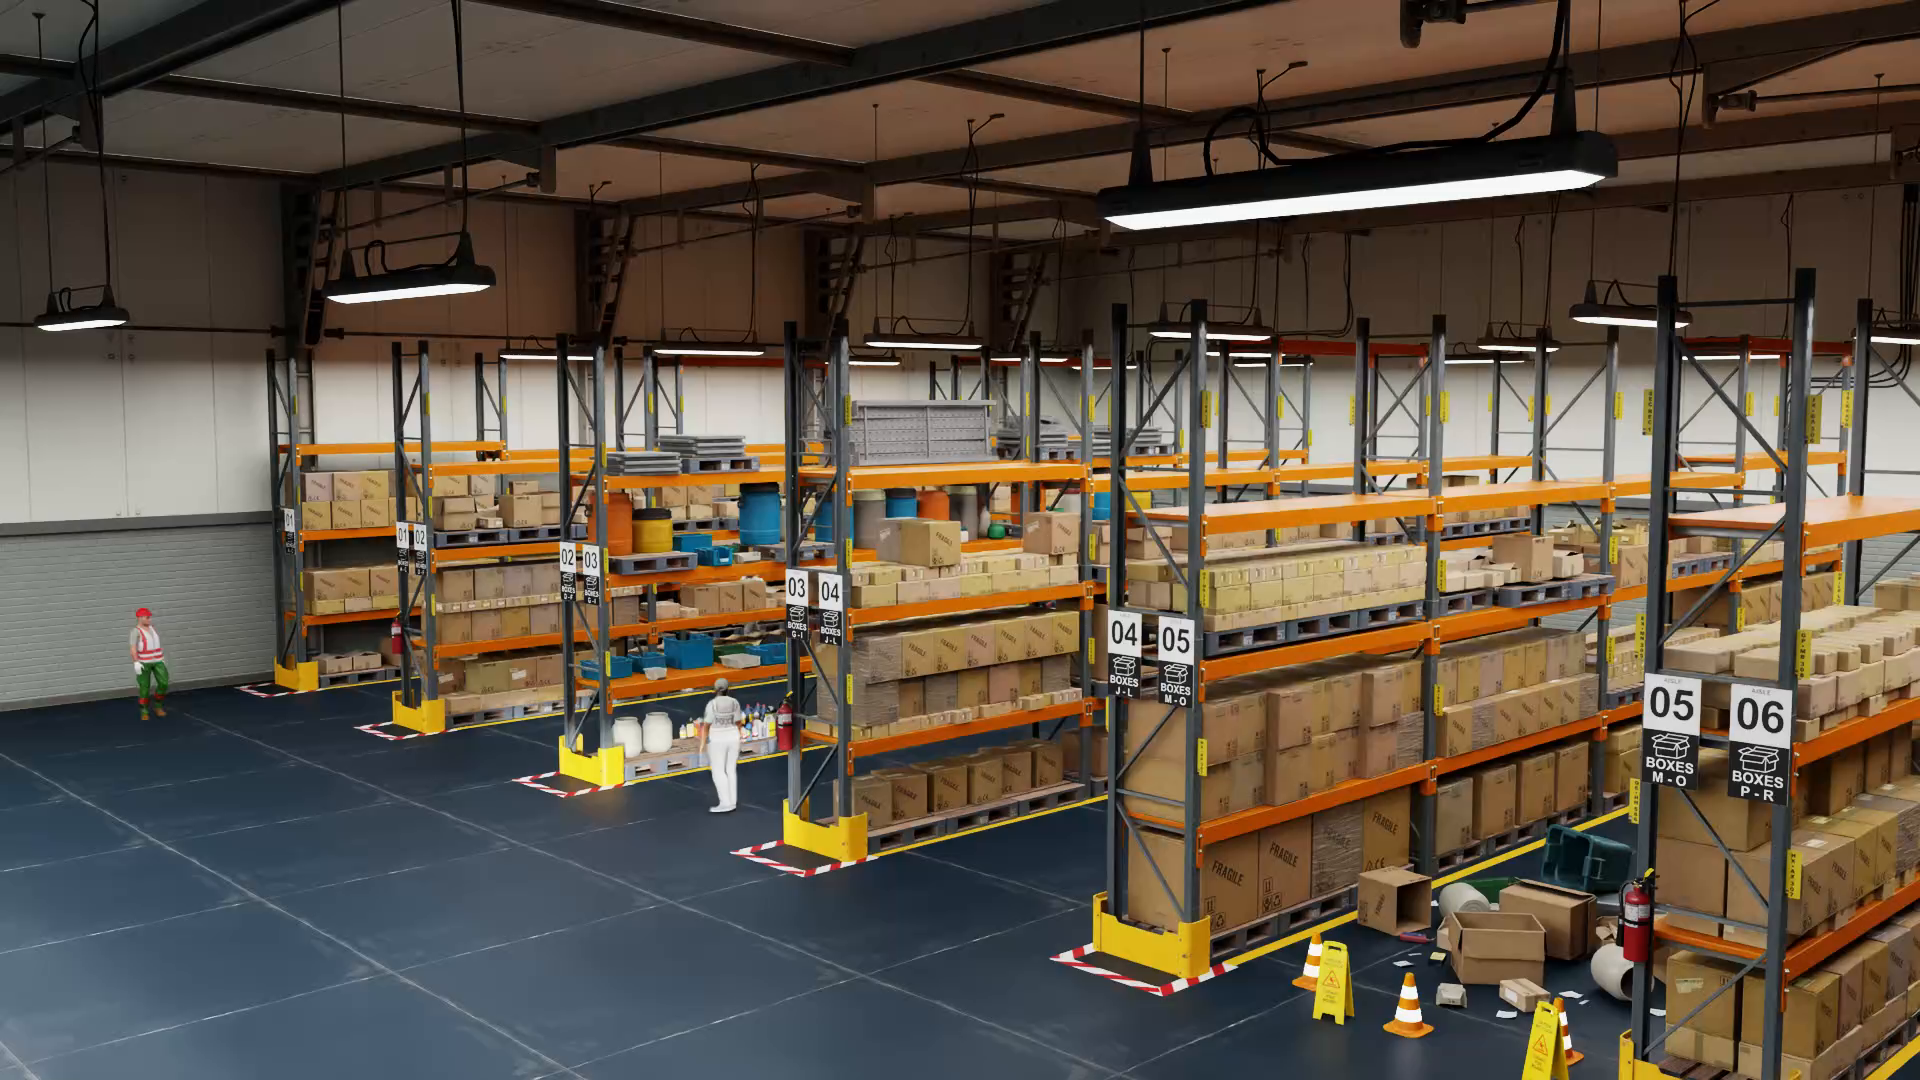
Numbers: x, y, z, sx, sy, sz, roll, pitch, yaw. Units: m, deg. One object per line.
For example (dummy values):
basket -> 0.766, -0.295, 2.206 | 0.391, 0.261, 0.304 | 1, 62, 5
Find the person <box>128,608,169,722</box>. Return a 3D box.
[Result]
person -> -12.936, 1.977, 26.552 | 0.555, 1.792, 0.619 | 4, 7, 42

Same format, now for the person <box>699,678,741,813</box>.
person -> -2.978, 2.550, 20.716 | 0.472, 1.681, 0.510 | 4, 6, 40

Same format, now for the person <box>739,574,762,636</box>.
person -> -4.348, 1.335, 34.273 | 0.507, 1.712, 1.033 | 4, 6, 38
